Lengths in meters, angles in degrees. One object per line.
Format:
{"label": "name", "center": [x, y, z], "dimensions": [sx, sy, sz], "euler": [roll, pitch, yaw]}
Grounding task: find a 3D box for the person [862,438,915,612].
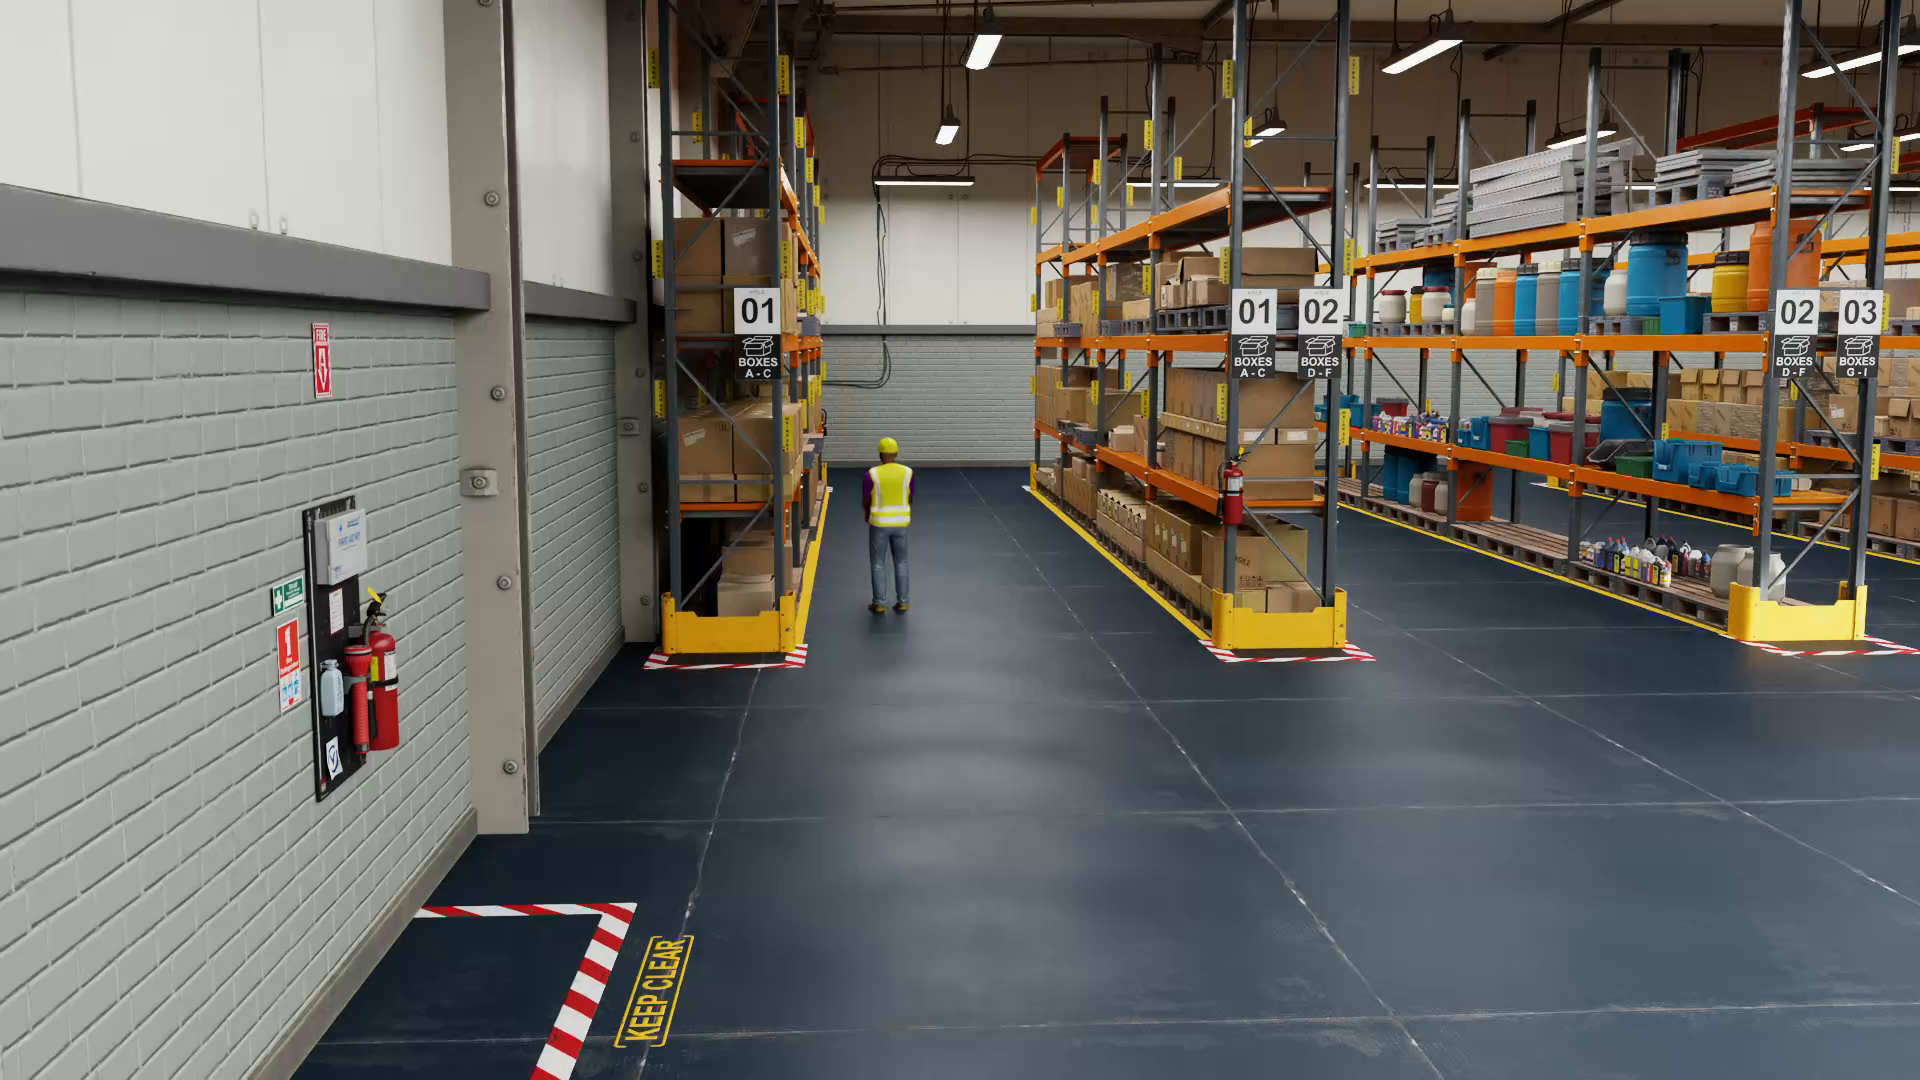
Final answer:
{"label": "person", "center": [-0.751, -0.168, 17.037], "dimensions": [0.548, 1.770, 0.541], "euler": [-2, 7, -17]}
